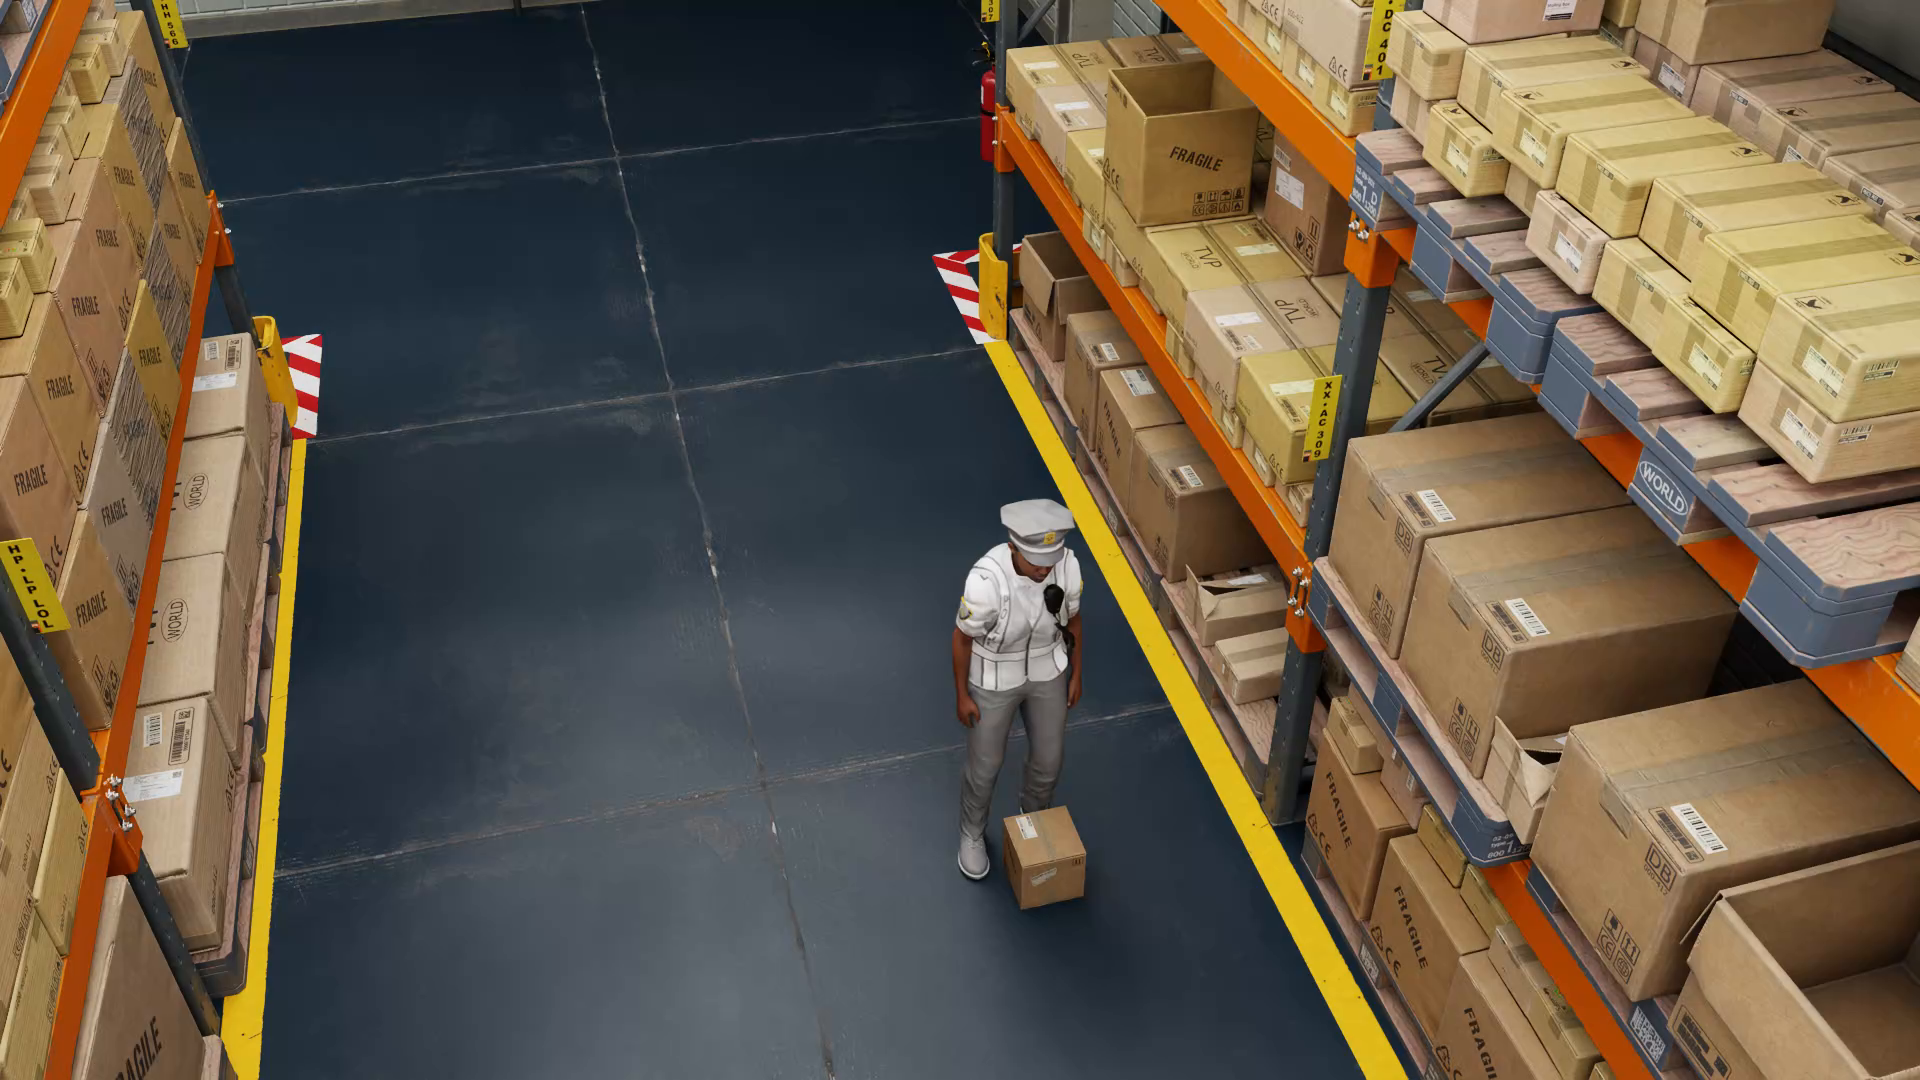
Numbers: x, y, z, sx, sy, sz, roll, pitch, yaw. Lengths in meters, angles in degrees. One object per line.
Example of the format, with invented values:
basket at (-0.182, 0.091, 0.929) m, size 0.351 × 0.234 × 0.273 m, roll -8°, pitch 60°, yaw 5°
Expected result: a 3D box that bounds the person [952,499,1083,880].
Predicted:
person at (0.210, 0.521, 6.058) m, size 0.505 × 1.657 × 0.395 m, roll -11°, pitch 40°, yaw -13°
